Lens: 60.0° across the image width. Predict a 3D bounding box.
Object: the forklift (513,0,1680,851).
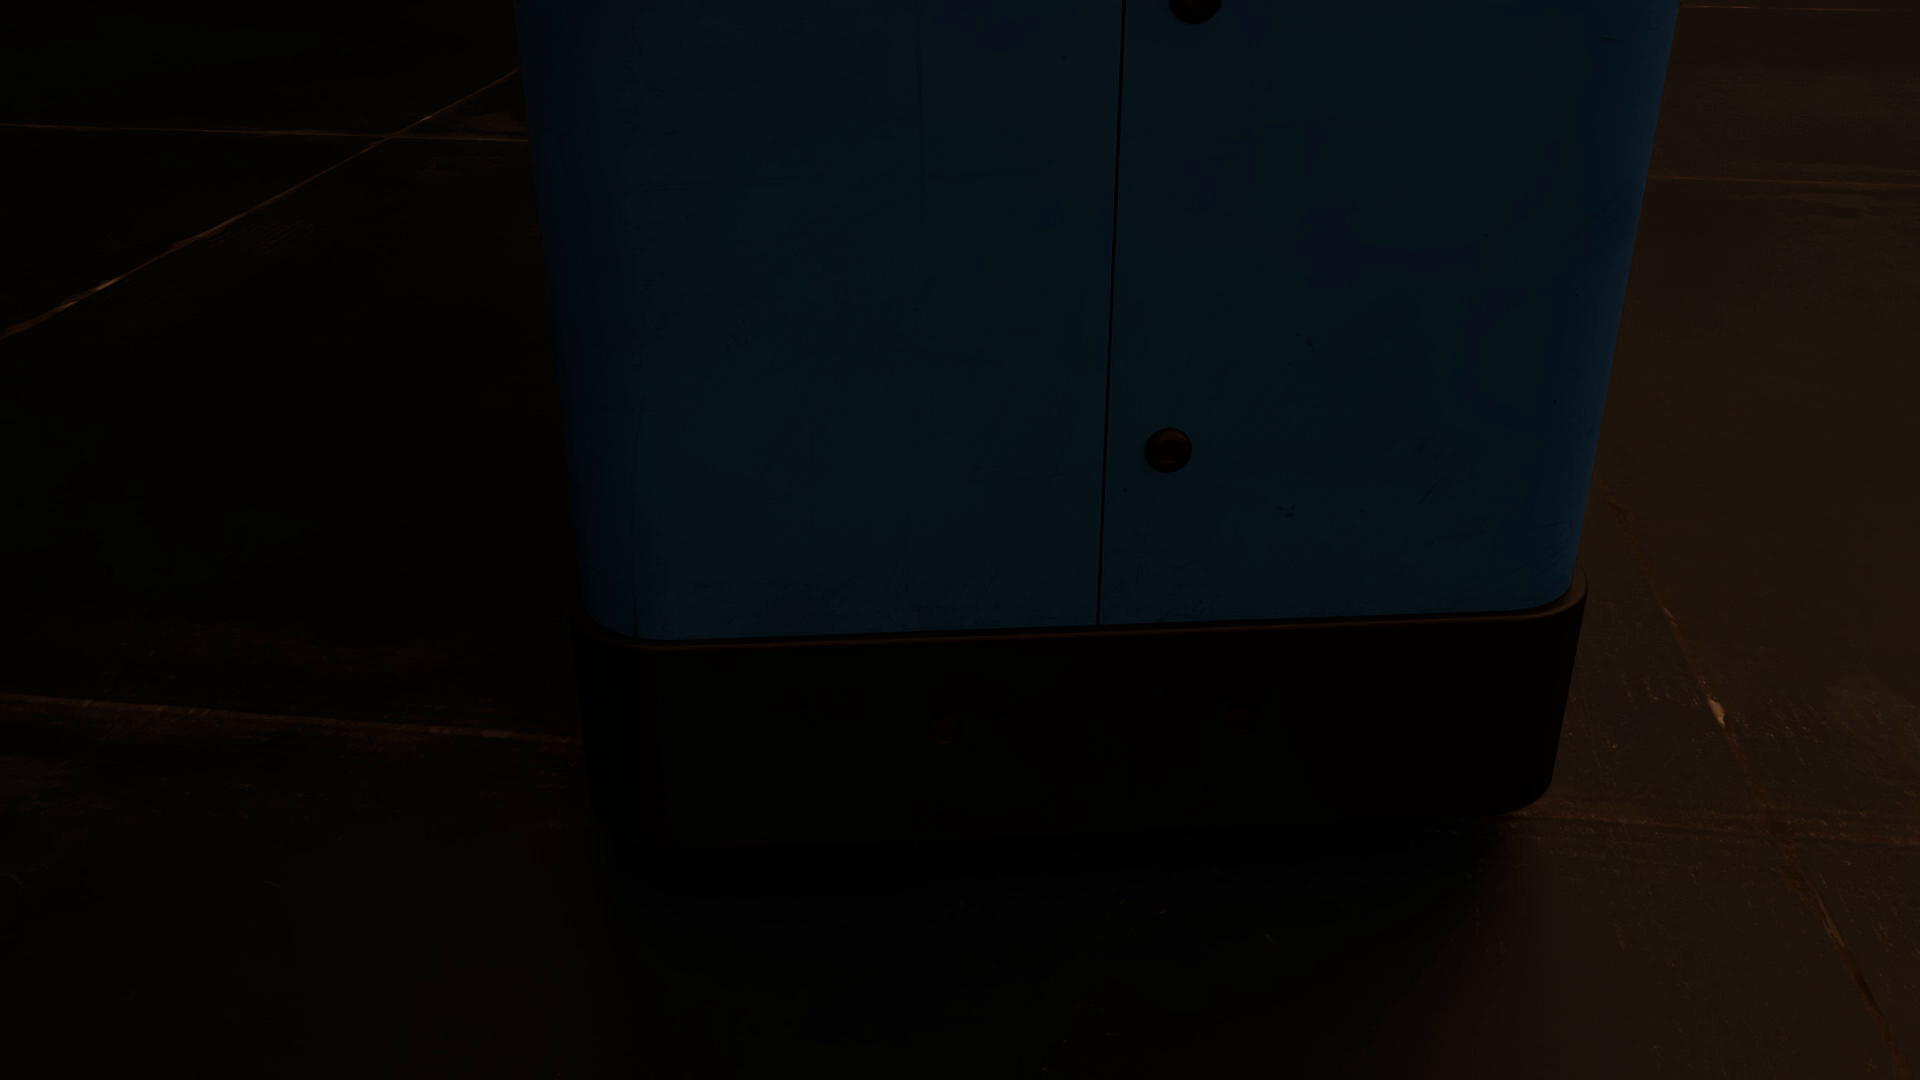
[{"bbox_3d":[0.028,-1.616,2.457,1.130,2.935,3.031,-2,27,-4],"label":"forklift"}]
